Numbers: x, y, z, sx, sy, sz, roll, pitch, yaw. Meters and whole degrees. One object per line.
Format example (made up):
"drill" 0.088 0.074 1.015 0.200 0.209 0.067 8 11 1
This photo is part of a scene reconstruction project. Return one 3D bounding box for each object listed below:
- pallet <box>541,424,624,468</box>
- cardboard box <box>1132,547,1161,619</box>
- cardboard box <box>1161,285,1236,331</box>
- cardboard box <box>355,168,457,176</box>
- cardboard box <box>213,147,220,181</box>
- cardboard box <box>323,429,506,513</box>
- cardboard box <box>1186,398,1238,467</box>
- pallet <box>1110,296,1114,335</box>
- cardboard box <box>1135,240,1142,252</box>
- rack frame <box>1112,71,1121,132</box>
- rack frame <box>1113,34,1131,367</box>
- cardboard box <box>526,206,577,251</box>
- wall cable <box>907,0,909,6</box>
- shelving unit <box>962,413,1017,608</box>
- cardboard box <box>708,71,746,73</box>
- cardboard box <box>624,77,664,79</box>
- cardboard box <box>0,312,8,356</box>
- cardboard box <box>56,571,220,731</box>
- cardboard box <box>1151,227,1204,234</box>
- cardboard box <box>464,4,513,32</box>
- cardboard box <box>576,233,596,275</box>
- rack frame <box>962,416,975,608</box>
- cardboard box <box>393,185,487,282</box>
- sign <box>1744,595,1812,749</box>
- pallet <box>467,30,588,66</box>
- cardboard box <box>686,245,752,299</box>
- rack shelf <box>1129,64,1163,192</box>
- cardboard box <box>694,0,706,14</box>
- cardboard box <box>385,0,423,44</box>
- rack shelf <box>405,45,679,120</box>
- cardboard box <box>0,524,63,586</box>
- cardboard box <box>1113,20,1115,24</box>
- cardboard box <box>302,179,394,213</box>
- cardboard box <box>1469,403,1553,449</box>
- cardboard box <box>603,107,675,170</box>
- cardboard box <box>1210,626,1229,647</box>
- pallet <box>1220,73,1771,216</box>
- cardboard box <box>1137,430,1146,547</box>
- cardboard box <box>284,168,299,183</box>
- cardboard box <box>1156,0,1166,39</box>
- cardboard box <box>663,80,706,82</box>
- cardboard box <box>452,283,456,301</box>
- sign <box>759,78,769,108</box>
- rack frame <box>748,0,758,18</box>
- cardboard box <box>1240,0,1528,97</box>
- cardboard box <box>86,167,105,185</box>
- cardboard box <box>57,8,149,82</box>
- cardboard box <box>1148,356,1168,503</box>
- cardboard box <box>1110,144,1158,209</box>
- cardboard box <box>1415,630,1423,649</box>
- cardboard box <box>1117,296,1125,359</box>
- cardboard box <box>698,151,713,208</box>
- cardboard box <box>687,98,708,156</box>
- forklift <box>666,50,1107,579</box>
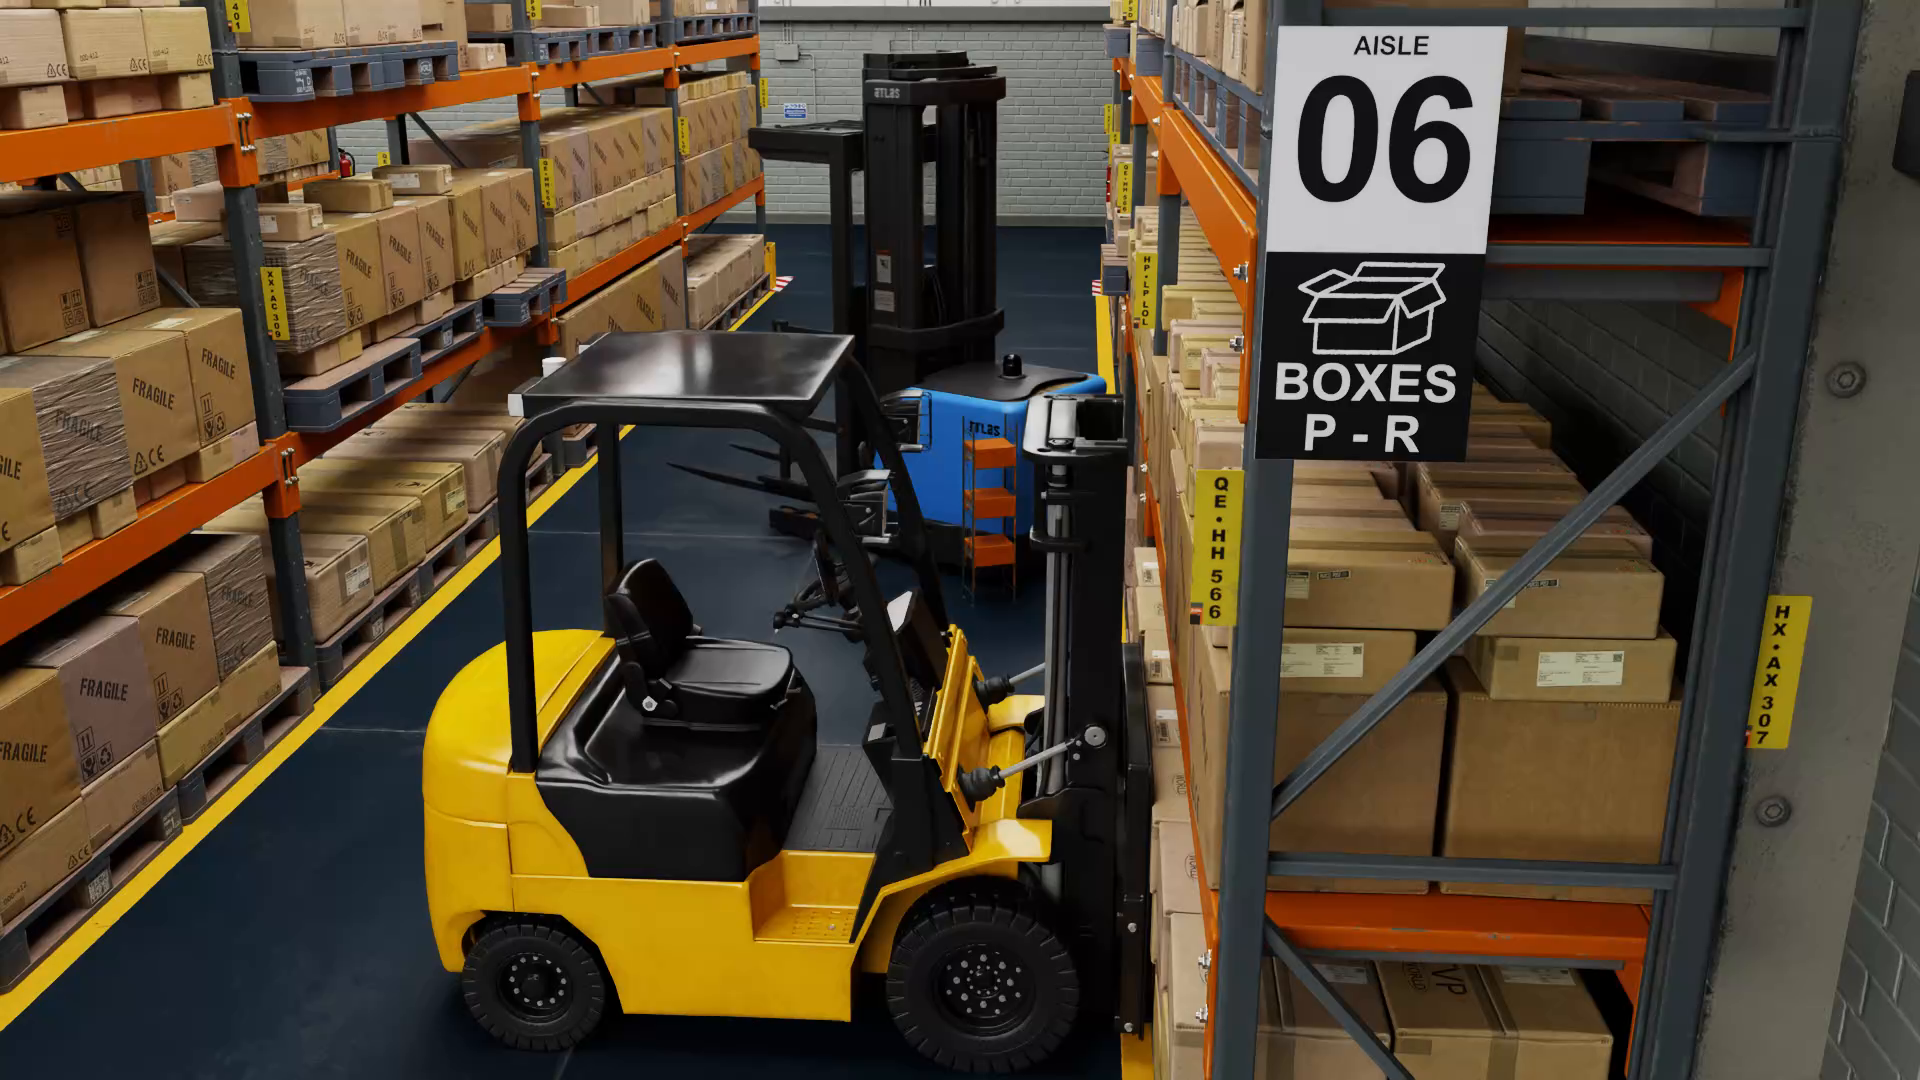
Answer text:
"pallet" -3.191 -0.815 12.572 1.003 0.211 1.213 1 18 4
"cardboard box" 0.994 0.230 7.040 0.500 0.250 0.500 1 18 3
"cardboard box" 1.022 -0.950 6.825 0.380 0.149 0.250 2 18 5
"cardboard box" -3.586 -2.151 10.858 0.500 0.500 0.500 1 18 2
"cardboard box" -7.594 -3.865 16.763 0.500 0.500 0.500 1 18 3
"cardboard box" -3.419 -0.443 10.505 0.950 0.372 0.625 1 18 3
"cardboard box" 0.861 -0.315 4.886 0.380 0.149 0.250 2 18 5
"pallet" 2.050 -2.298 17.097 1.003 0.211 1.213 1 18 4
"cardboard box" 1.315 -1.666 10.128 0.500 0.250 0.500 2 18 6
"rack frame" 2.201 -4.272 18.644 1.000 3.000 0.127 1 18 4
"rack frame" 1.915 -3.030 14.852 1.000 3.000 0.127 1 18 4
"cardboard box" -3.040 -2.215 11.805 0.500 0.250 0.500 1 18 4
"wall cable" -1.873 -8.988 23.401 2.355 3.000 0.029 1 18 4
"shelving unit" 0.162 -0.163 9.233 0.252 1.050 0.215 -6 19 -17
"cardboard box" -2.576 -5.097 18.352 0.380 0.149 0.250 2 18 5
"cardboard box" -3.204 -4.628 16.921 0.380 0.149 0.250 1 18 3
"cardboard box" -3.979 -0.874 6.028 0.700 0.500 0.500 1 18 3
"cardboard box" -3.419 0.444 6.789 0.500 0.500 0.500 2 18 5
"cardboard box" 1.306 -1.727 9.675 0.380 0.149 0.250 1 18 5
"cardboard box" -3.447 -3.692 11.215 0.797 0.503 0.637 0 18 1
"cardboard box" -3.018 -2.132 12.354 0.500 0.250 0.500 1 18 2
"rack frame" 0.046 -0.151 9.198 0.008 1.050 0.200 -6 19 -17
"cardboard box" -3.140 -1.821 9.849 0.500 0.500 0.500 0 18 0
"sign" 1.608 0.262 3.288 0.100 0.325 0.005 1 18 4
"pallet" -3.330 -3.434 11.572 1.213 0.211 1.003 2 18 6
"cardboard box" -2.754 -2.872 17.812 0.875 0.438 0.875 2 18 5
"rack shelf" 1.485 -2.250 8.810 1.077 0.370 4.000 1 18 4
"cardboard box" -2.907 -5.548 17.029 0.500 0.311 0.500 2 18 5
"cardboard box" -3.119 -2.696 8.581 0.500 0.250 0.500 1 18 3
"rack shelf" -3.180 -3.602 12.936 1.077 0.370 4.000 1 18 4
"cardboard box" -3.429 0.046 5.868 0.380 0.149 0.250 1 18 4
"cardboard box" 1.897 -5.636 17.752 0.500 0.250 0.500 1 18 3
"cardboard box" -3.248 -1.829 8.834 0.380 0.149 0.250 2 18 7
"cardboard box" 1.493 -0.301 4.843 0.380 0.149 0.250 1 18 3
"cardboard box" -2.818 -3.518 14.575 0.500 0.500 0.500 2 18 6
"cardboard box" 0.789 0.147 3.954 0.380 0.149 0.250 2 18 5
"pallet" 1.131 -0.905 3.693 1.003 0.211 1.213 1 18 4
"cardboard box" 1.483 -0.253 9.517 0.875 0.625 0.625 1 18 2
"cardboard box" -7.489 -4.000 18.215 0.380 0.149 0.250 2 18 5
"cardboard box" 1.150 -2.406 7.438 0.500 0.311 0.500 1 18 2
"cardboard box" -2.713 -4.460 16.410 0.380 0.149 0.250 1 18 4
"cardboard box" -3.208 -1.467 9.812 0.380 0.149 0.250 1 18 4
"sign" -2.209 -5.028 18.711 0.100 0.325 0.005 1 18 4
"rack frame" -2.750 -7.233 18.044 1.000 3.000 0.127 1 18 4
"cardboard box" 0.843 -1.166 3.351 0.500 0.500 0.500 2 18 6
"cardboard box" -7.830 -3.230 14.715 0.380 0.149 0.250 1 18 4
"cardboard box" -3.408 -1.850 6.198 0.500 0.250 0.500 1 18 3
"cardboard box" 1.049 -0.461 6.851 0.500 0.500 0.500 1 18 2
"cardboard box" 1.657 -3.132 14.328 0.700 0.500 0.500 2 18 5
"cardboard box" 1.382 0.340 4.409 0.500 0.500 0.500 2 18 6
"cardboard box" 1.656 -1.896 14.733 0.500 0.500 0.500 2 18 6
"cardboard box" -2.701 -3.483 16.075 0.500 0.500 0.500 1 18 4
"cardboard box" -2.718 -3.961 15.929 0.500 0.500 0.500 1 18 3
"forklift" -0.590 -1.514 10.337 3.031 2.935 1.130 13 22 34
